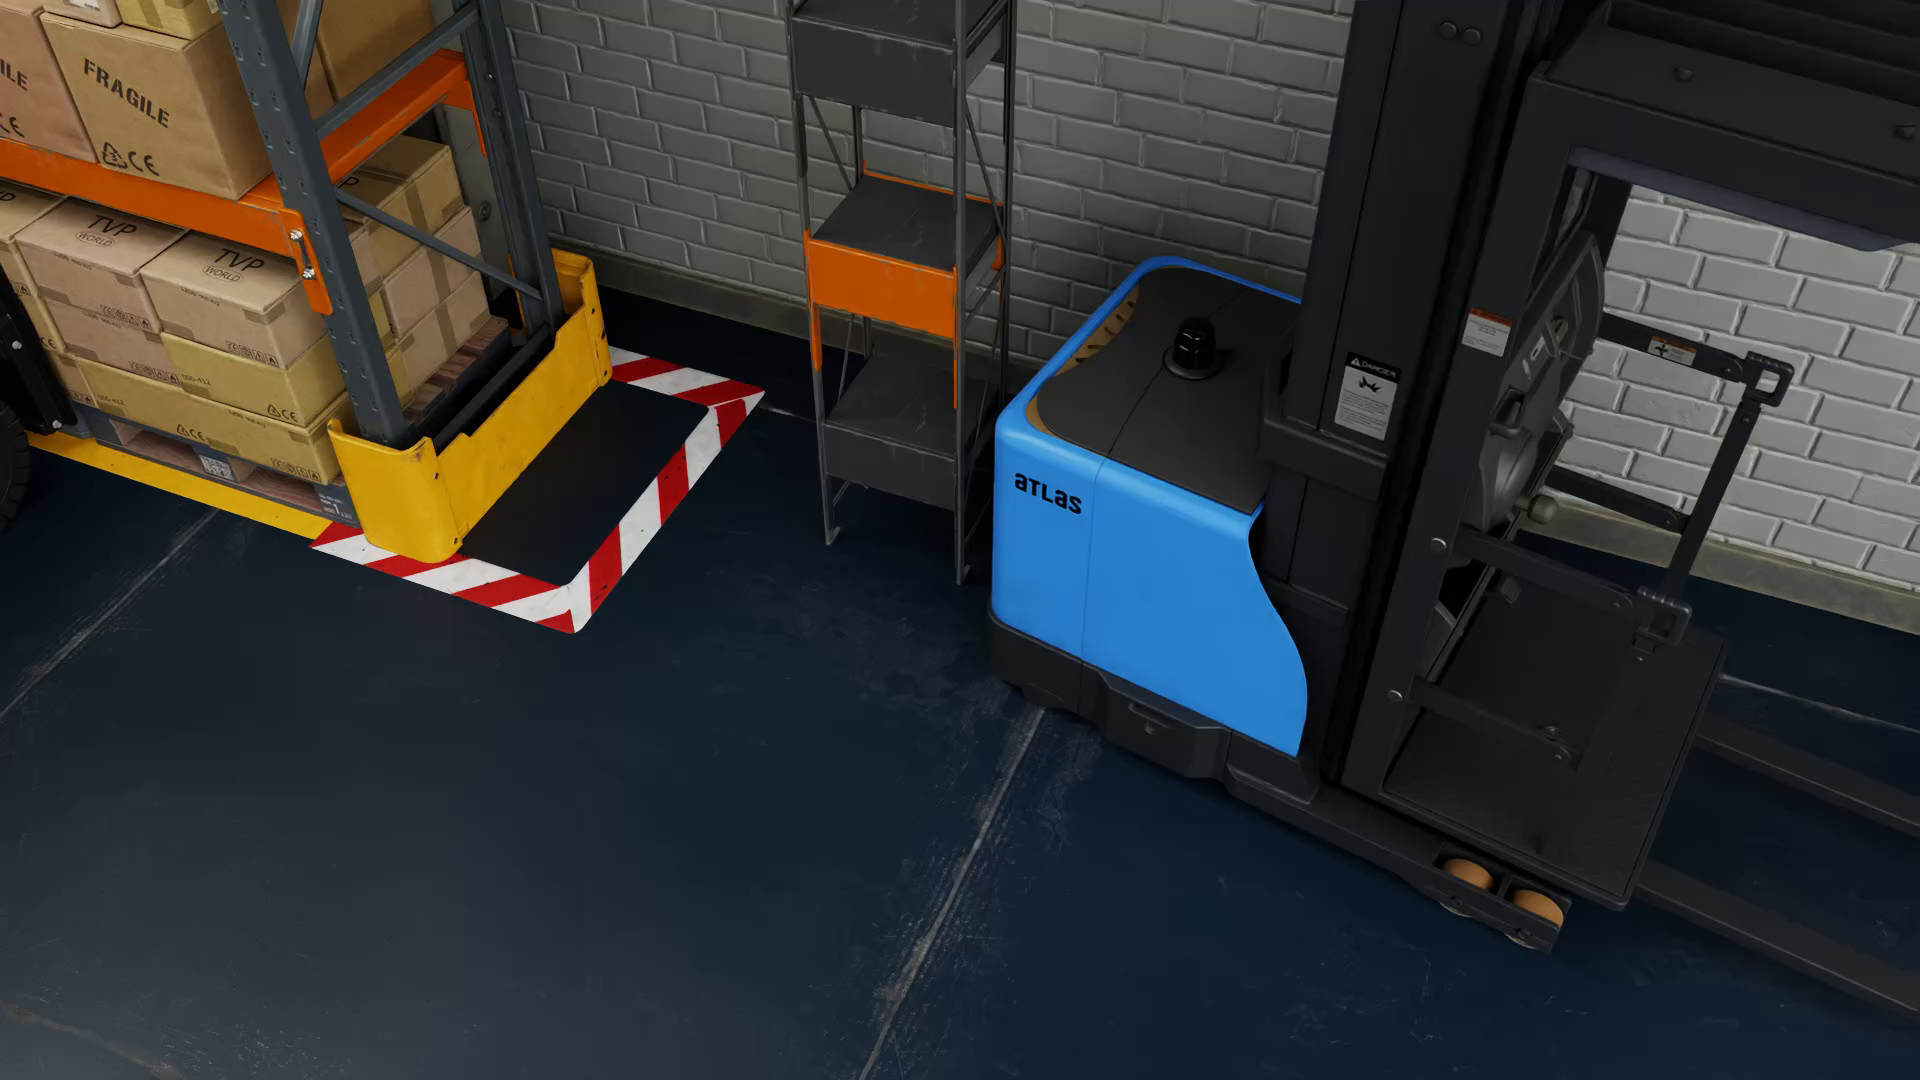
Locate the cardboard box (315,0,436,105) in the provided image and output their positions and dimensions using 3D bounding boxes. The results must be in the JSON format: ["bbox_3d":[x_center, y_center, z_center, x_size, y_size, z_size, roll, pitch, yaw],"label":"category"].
[{"bbox_3d":[-2.071,-1.753,5.314,0.500,0.500,0.500,18,48,17],"label":"cardboard box"}]

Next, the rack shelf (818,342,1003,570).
[{"bbox_3d":[-0.153,-0.283,5.558,0.480,0.518,0.431,16,47,16],"label":"rack shelf"}]

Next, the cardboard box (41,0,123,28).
[{"bbox_3d":[-2.396,-1.629,4.730,0.250,0.149,0.380,17,47,16],"label":"cardboard box"}]

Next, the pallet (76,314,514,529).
[{"bbox_3d":[-2.442,-0.594,6.197,1.213,0.211,1.003,16,47,16],"label":"pallet"}]

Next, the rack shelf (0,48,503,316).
[{"bbox_3d":[-3.566,-1.690,5.832,4.000,0.370,1.077,16,47,16],"label":"rack shelf"}]

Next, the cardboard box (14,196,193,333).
[{"bbox_3d":[-2.739,-0.988,5.559,0.500,0.250,0.500,17,47,17],"label":"cardboard box"}]

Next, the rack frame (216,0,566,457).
[{"bbox_3d":[-1.720,-1.402,5.033,0.127,3.000,1.000,16,47,16],"label":"rack frame"}]

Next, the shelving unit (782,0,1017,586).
[{"bbox_3d":[-0.153,-0.789,5.055,0.503,2.100,0.431,16,47,16],"label":"shelving unit"}]

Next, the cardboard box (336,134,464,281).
[{"bbox_3d":[-2.091,-1.185,5.757,0.500,0.250,0.500,16,47,15],"label":"cardboard box"}]

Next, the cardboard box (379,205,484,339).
[{"bbox_3d":[-2.074,-1.017,5.942,0.500,0.250,0.500,17,47,17],"label":"cardboard box"}]

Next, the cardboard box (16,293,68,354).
[{"bbox_3d":[-3.233,-0.952,5.877,0.500,0.250,0.500,15,47,15],"label":"cardboard box"}]

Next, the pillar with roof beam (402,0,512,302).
[{"bbox_3d":[-3.674,-1.502,0.880,0.400,9.000,9.100,16,47,16],"label":"pillar with roof beam"}]

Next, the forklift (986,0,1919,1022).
[{"bbox_3d":[1.603,-0.341,4.014,3.031,2.935,1.130,24,50,22],"label":"forklift"}]

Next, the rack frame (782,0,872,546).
[{"bbox_3d":[-0.378,-0.856,5.121,0.015,2.100,0.400,16,47,16],"label":"rack frame"}]

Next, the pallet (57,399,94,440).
[{"bbox_3d":[-3.564,-0.927,6.531,1.213,0.211,1.003,16,47,16],"label":"pallet"}]

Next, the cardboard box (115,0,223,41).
[{"bbox_3d":[-2.148,-1.579,4.680,0.250,0.149,0.380,17,47,16],"label":"cardboard box"}]

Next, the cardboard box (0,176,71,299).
[{"bbox_3d":[-3.209,-1.118,5.690,0.500,0.250,0.500,17,47,16],"label":"cardboard box"}]

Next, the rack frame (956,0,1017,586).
[{"bbox_3d":[0.072,-0.723,4.988,0.015,2.100,0.400,16,47,16],"label":"rack frame"}]

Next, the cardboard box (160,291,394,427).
[{"bbox_3d":[-2.290,-0.682,5.606,0.500,0.250,0.500,16,47,15],"label":"cardboard box"}]

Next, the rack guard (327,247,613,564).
[{"bbox_3d":[-1.698,-0.510,5.908,0.348,0.500,1.175,16,47,16],"label":"rack guard"}]

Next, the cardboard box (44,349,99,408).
[{"bbox_3d":[-3.189,-0.781,6.060,0.500,0.250,0.500,17,47,16],"label":"cardboard box"}]

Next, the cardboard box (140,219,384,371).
[{"bbox_3d":[-2.266,-0.853,5.423,0.500,0.250,0.500,18,48,17],"label":"cardboard box"}]

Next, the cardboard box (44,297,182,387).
[{"bbox_3d":[-2.749,-0.826,5.750,0.500,0.250,0.500,16,47,15],"label":"cardboard box"}]

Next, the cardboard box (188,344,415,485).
[{"bbox_3d":[-2.276,-0.498,5.776,0.500,0.250,0.500,17,47,16],"label":"cardboard box"}]

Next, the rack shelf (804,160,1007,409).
[{"bbox_3d":[-0.153,-0.780,5.064,0.480,0.518,0.431,16,47,16],"label":"rack shelf"}]

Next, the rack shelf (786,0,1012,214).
[{"bbox_3d":[-0.153,-1.276,4.570,0.480,0.518,0.431,16,47,16],"label":"rack shelf"}]

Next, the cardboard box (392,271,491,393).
[{"bbox_3d":[-2.099,-0.837,6.116,0.500,0.250,0.500,17,47,16],"label":"cardboard box"}]

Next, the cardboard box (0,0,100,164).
[{"bbox_3d":[-2.751,-1.547,5.108,0.500,0.500,0.500,18,48,17],"label":"cardboard box"}]

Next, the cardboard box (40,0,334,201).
[{"bbox_3d":[-2.276,-1.400,4.960,0.500,0.500,0.500,15,47,15],"label":"cardboard box"}]

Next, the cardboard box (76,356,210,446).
[{"bbox_3d":[-2.731,-0.640,5.918,0.500,0.250,0.500,16,47,16],"label":"cardboard box"}]

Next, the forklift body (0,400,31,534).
[{"bbox_3d":[-4.173,-0.429,4.656,1.214,2.155,2.313,16,47,16],"label":"forklift body"}]
